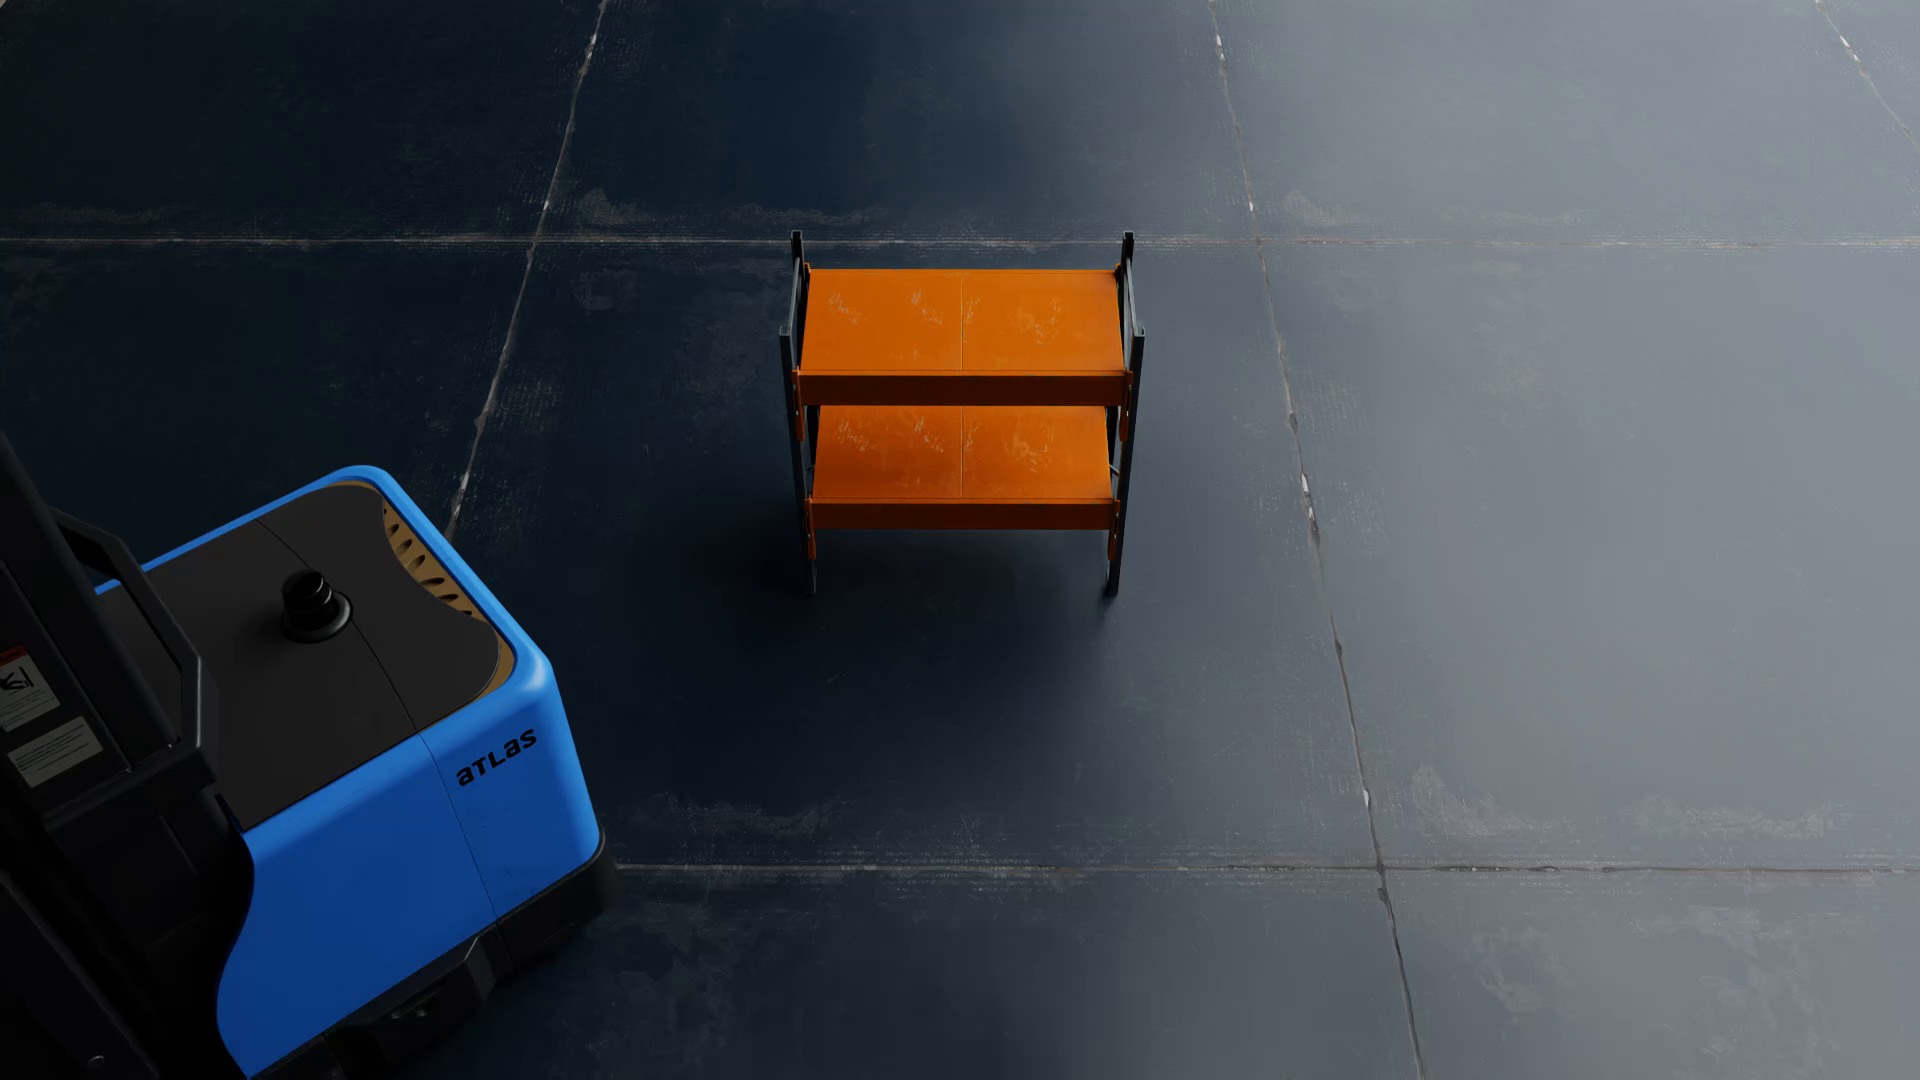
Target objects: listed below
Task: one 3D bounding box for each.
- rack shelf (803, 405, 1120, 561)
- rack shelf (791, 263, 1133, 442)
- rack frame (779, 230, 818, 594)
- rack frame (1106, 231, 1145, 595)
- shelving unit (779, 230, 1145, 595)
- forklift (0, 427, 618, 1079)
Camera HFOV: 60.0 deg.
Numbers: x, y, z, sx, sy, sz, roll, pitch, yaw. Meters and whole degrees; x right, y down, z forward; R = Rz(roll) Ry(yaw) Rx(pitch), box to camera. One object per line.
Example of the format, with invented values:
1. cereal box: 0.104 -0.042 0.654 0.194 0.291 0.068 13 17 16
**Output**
1. rack shelf: 0.007 -0.217 5.517 1.000 0.278 0.538 0 47 0
2. rack shelf: 0.007 -0.583 5.124 1.000 0.278 0.538 0 47 0
3. rack frame: -0.502 -0.385 5.340 0.032 1.125 0.500 0 47 0
4. rack frame: 0.515 -0.382 5.337 0.032 1.125 0.500 0 47 0
5. shelving unit: 0.007 -0.383 5.338 1.048 1.125 0.538 0 47 0
6. forklift: -2.427 0.468 3.312 3.031 2.935 1.130 -32 55 -26
